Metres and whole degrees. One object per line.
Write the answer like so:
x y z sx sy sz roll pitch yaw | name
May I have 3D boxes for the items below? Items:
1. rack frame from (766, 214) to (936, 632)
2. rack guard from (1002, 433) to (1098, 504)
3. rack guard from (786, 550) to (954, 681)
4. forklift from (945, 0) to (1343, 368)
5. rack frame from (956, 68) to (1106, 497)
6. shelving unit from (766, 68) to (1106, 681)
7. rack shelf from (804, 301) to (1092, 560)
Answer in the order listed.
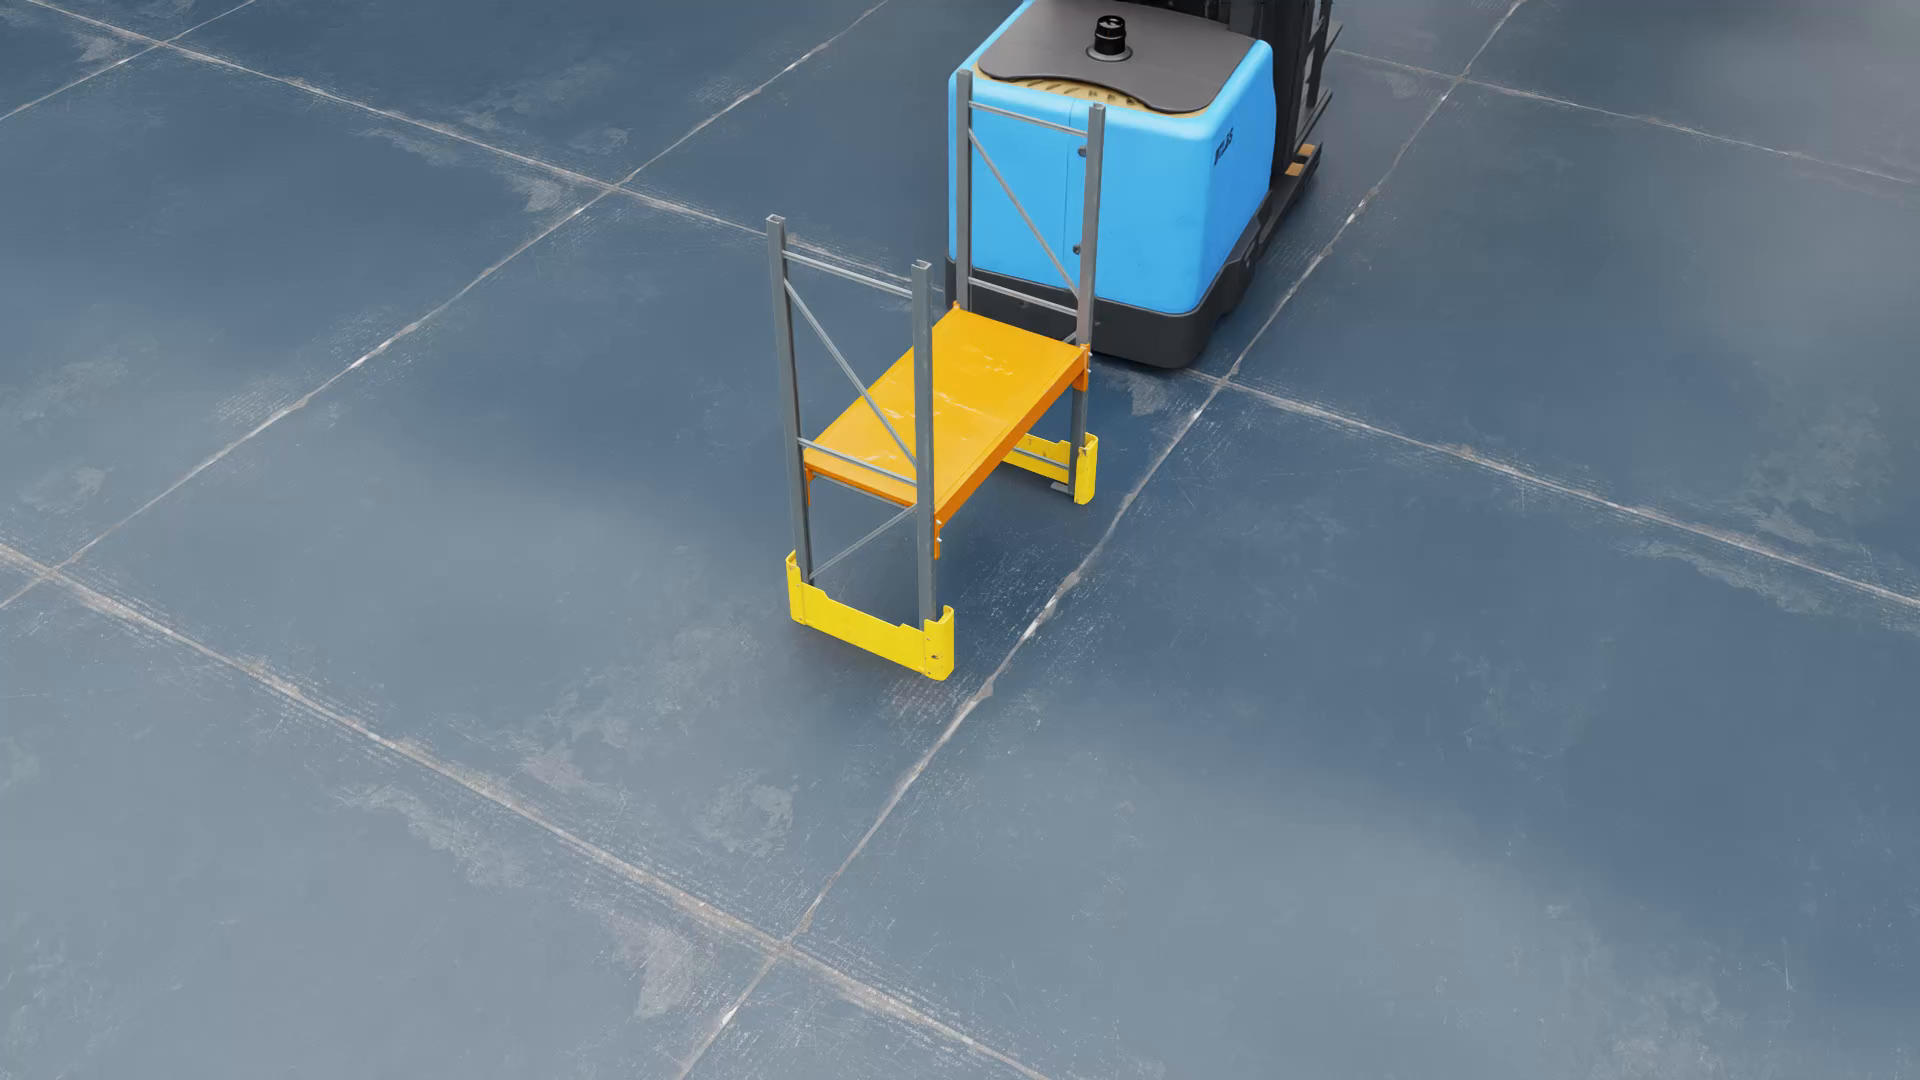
-0.297 -0.223 4.869 0.500 1.500 0.032 21 45 22 | rack frame
0.211 -0.335 5.941 0.587 0.250 0.087 21 45 22 | rack guard
-0.287 0.235 5.294 0.587 0.250 0.087 21 45 22 | rack guard
1.004 -2.737 6.640 1.130 2.935 3.031 16 44 18 | forklift
0.212 -0.805 5.529 0.500 1.500 0.032 21 45 22 | rack frame
-0.038 -0.519 5.205 0.587 1.500 1.083 21 45 22 | shelving unit
-0.043 -0.379 5.318 0.538 0.185 1.000 21 45 22 | rack shelf
